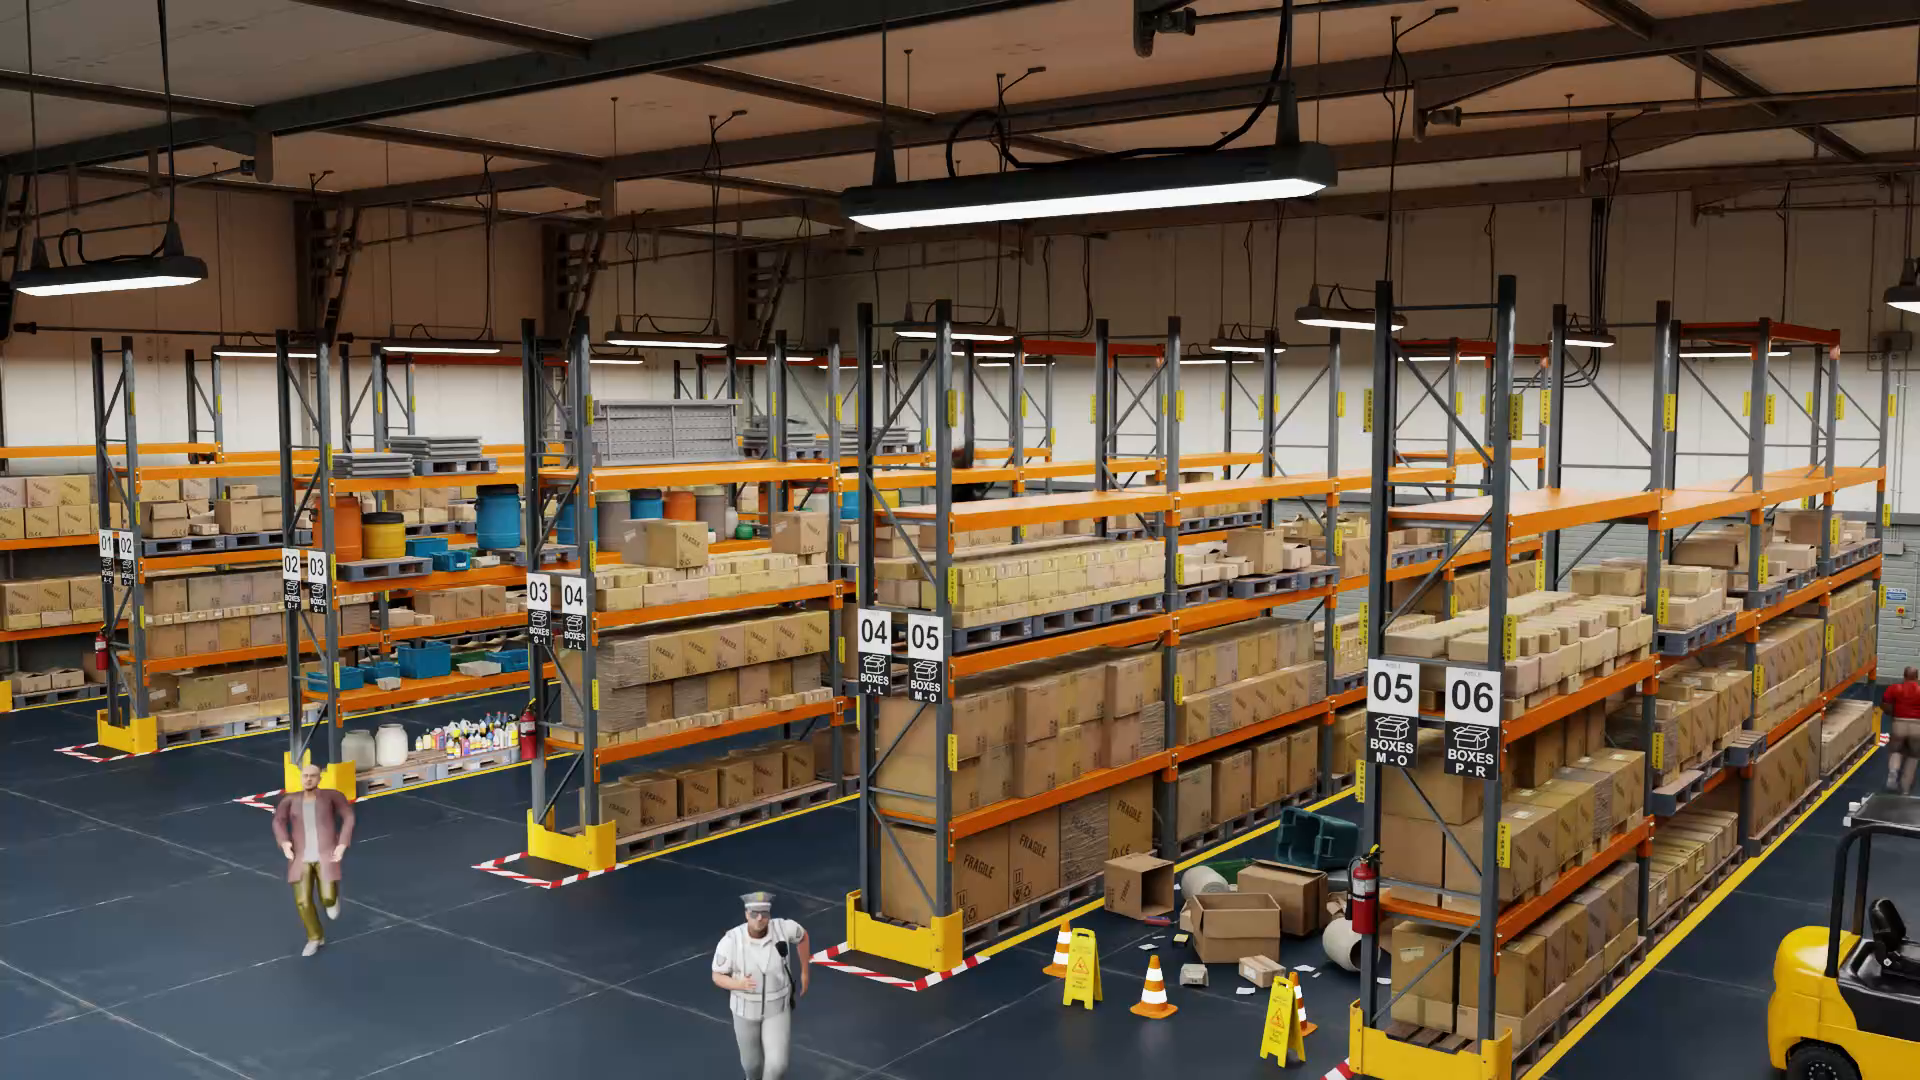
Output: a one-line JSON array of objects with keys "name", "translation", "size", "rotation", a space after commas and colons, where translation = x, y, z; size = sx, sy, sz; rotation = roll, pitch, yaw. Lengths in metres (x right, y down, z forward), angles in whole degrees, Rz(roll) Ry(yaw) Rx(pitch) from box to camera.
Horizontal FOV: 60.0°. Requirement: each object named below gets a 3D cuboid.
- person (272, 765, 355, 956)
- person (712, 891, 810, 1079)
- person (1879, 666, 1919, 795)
[{"name": "person", "translation": [-6.052, 2.960, 15.568], "size": [0.742, 1.733, 0.639], "rotation": [-1, 5, -15]}, {"name": "person", "translation": [-1.378, 3.288, 11.592], "size": [0.689, 1.811, 0.844], "rotation": [-1, 5, -9]}, {"name": "person", "translation": [12.233, 2.459, 21.469], "size": [0.648, 1.677, 0.575], "rotation": [4, 6, 36]}]
